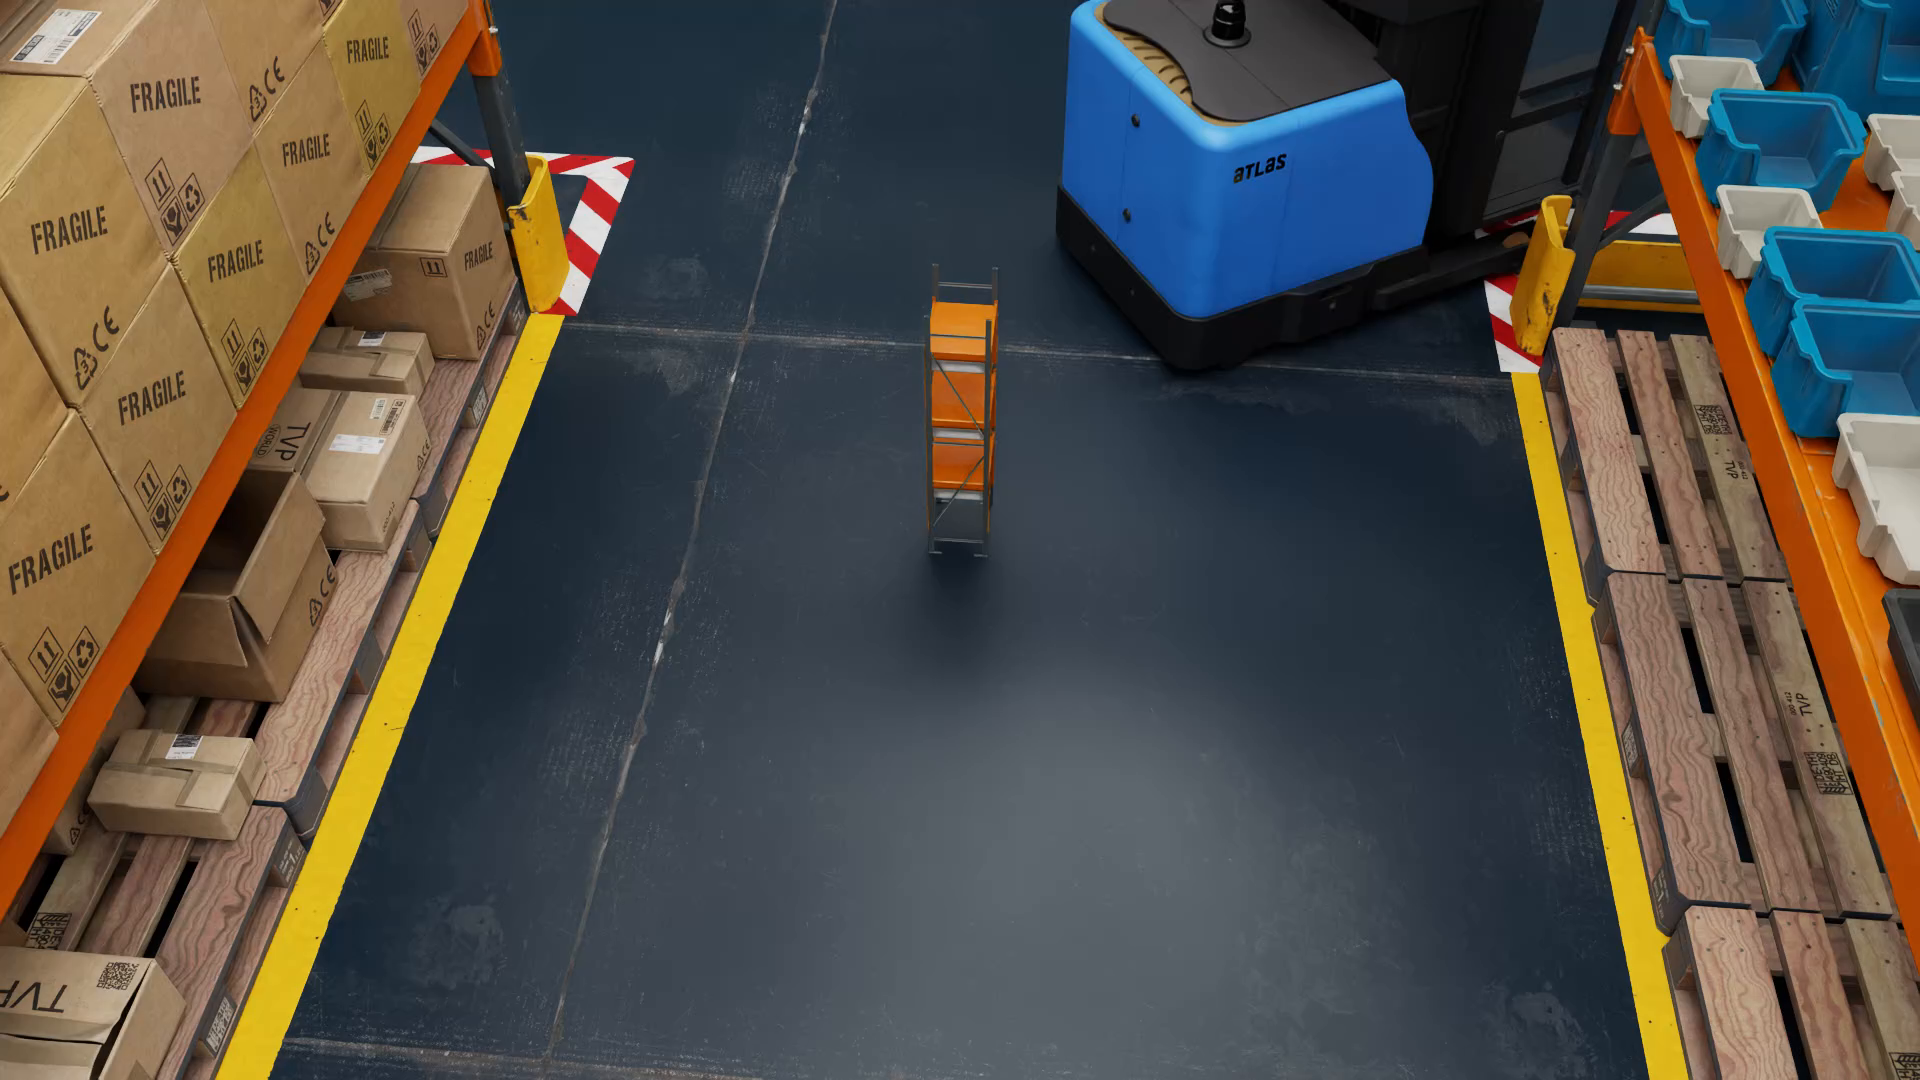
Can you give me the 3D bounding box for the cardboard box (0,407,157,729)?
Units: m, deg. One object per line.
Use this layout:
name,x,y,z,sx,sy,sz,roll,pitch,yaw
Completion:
cardboard box,-2.175,0.043,3.610,0.500,0.500,0.500,5,48,4

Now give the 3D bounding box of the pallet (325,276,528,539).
pallet,-2.250,-0.546,6.107,1.003,0.211,1.213,4,48,4

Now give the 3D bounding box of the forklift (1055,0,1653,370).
forklift,1.943,-2.396,5.955,3.031,2.935,1.130,-20,51,-18

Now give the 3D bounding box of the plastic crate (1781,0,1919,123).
plastic crate,2.916,-1.567,5.086,0.616,0.435,0.499,4,48,4

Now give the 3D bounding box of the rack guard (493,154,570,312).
rack guard,-2.178,-1.230,6.536,1.175,0.500,0.348,4,48,4

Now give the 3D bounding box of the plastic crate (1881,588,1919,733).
plastic crate,2.231,0.378,3.517,0.437,0.125,0.590,4,48,4

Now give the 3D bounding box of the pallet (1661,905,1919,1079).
pallet,2.425,1.544,4.195,1.003,0.211,1.213,4,48,4

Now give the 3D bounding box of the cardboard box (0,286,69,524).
cardboard box,-2.166,-0.268,3.217,0.500,0.500,0.500,3,48,2

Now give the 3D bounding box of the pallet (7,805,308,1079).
pallet,-2.472,1.246,4.467,1.003,0.211,1.213,4,48,4

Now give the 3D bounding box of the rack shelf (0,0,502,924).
rack shelf,-2.354,-0.417,4.586,1.077,0.370,4.000,4,48,4

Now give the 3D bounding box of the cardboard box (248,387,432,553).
cardboard box,-2.092,-0.238,5.500,0.500,0.250,0.500,4,48,4

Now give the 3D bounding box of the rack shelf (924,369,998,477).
rack shelf,0.005,-0.386,5.406,0.215,0.259,0.240,4,48,4

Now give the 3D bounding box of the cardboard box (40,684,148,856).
cardboard box,-2.698,0.580,4.711,0.500,0.311,0.500,4,48,4

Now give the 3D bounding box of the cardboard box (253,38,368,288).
cardboard box,-2.036,-1.068,4.626,0.500,0.500,0.500,4,48,4

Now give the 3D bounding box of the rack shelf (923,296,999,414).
rack shelf,0.005,-0.578,5.197,0.215,0.259,0.240,4,48,4

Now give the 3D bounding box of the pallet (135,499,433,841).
pallet,-2.364,0.348,5.289,1.003,0.211,1.213,4,48,4

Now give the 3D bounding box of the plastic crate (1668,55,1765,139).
plastic crate,2.299,-1.335,5.077,0.250,0.136,0.298,4,48,4

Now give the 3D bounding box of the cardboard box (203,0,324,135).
cardboard box,-2.026,-1.402,4.255,0.500,0.500,0.500,5,48,5

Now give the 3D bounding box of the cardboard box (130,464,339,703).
cardboard box,-2.370,0.123,4.998,0.797,0.503,0.637,4,48,4

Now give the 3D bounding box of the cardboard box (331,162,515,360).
cardboard box,-1.976,-1.018,6.044,0.500,0.500,0.500,4,48,4

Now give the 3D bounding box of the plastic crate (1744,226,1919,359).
plastic crate,2.291,-0.630,4.367,0.416,0.233,0.300,4,48,4

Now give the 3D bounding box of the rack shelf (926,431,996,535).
rack shelf,0.005,-0.199,5.611,0.215,0.259,0.240,4,48,4

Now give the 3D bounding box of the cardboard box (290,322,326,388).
cardboard box,-2.549,-0.602,5.833,0.500,0.250,0.500,4,48,4

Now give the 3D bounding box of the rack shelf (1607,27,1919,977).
rack shelf,2.579,-0.081,4.279,1.077,0.370,4.000,4,48,4

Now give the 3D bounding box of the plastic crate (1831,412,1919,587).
plastic crate,2.256,-0.085,3.933,0.293,0.136,0.466,4,48,4

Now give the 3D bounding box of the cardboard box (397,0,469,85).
cardboard box,-1.941,-1.816,5.310,0.500,0.500,0.500,5,48,5

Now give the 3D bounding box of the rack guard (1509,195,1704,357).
rack guard,2.750,-0.968,6.297,1.175,0.500,0.348,4,48,4

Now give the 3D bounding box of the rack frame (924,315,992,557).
rack frame,-0.006,-0.304,5.317,0.200,1.050,0.008,4,48,4

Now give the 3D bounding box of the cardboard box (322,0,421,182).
cardboard box,-1.985,-1.434,4.961,0.500,0.500,0.500,4,48,4

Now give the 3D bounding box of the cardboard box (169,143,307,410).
cardboard box,-2.082,-0.698,4.288,0.500,0.500,0.500,3,48,3

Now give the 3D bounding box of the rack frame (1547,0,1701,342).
rack frame,2.761,-1.794,5.358,1.000,3.000,0.127,4,48,4

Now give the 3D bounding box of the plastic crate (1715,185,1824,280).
plastic crate,2.237,-0.837,4.621,0.250,0.136,0.298,4,48,4

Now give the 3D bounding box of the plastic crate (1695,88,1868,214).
plastic crate,2.351,-1.114,4.809,0.416,0.233,0.300,4,48,4

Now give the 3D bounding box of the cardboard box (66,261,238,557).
cardboard box,-2.127,-0.324,3.946,0.500,0.500,0.500,4,48,3

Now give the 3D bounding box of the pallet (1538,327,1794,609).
pallet,2.647,-0.249,5.835,1.003,0.211,1.213,4,48,4

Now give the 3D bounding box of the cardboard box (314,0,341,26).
cardboard box,-1.983,-1.784,4.603,0.500,0.500,0.500,5,48,5

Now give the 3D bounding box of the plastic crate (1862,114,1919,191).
plastic crate,2.867,-1.113,4.874,0.396,0.136,0.243,4,48,4

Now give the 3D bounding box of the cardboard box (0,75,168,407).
cardboard box,-2.119,-0.645,3.562,0.500,0.500,0.500,3,48,2

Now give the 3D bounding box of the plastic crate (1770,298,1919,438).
plastic crate,2.263,-0.410,4.165,0.416,0.233,0.300,4,48,4

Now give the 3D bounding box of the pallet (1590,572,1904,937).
pallet,2.533,0.645,5.017,1.003,0.211,1.213,4,48,4

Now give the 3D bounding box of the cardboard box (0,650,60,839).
cardboard box,-2.218,0.420,3.265,0.500,0.500,0.500,5,48,5

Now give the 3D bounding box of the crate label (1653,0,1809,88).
crate label,2.411,-1.598,5.252,0.416,0.233,0.303,4,48,4

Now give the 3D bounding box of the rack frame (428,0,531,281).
rack frame,-2.172,-2.129,5.665,1.000,3.000,0.127,4,48,4

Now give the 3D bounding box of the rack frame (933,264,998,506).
rack frame,0.016,-0.483,5.481,0.200,1.050,0.008,4,48,4

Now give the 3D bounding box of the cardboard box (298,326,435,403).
cardboard box,-2.102,-0.614,5.901,0.380,0.166,0.250,4,48,4

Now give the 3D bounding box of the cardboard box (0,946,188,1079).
cardboard box,-2.282,1.275,4.075,0.500,0.311,0.500,4,48,4

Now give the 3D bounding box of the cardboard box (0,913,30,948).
cardboard box,-2.767,1.067,4.137,0.500,0.500,0.500,4,48,4

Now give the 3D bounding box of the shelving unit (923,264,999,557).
shelving unit,0.005,-0.394,5.399,0.215,1.050,0.252,4,48,4

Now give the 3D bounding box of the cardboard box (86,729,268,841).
cardboard box,-2.213,0.687,4.710,0.380,0.166,0.250,4,48,4

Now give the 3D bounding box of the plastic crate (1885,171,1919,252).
plastic crate,2.826,-0.901,4.680,0.396,0.136,0.243,4,48,4

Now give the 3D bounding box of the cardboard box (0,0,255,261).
cardboard box,-2.073,-1.025,3.909,0.500,0.500,0.500,5,48,5
